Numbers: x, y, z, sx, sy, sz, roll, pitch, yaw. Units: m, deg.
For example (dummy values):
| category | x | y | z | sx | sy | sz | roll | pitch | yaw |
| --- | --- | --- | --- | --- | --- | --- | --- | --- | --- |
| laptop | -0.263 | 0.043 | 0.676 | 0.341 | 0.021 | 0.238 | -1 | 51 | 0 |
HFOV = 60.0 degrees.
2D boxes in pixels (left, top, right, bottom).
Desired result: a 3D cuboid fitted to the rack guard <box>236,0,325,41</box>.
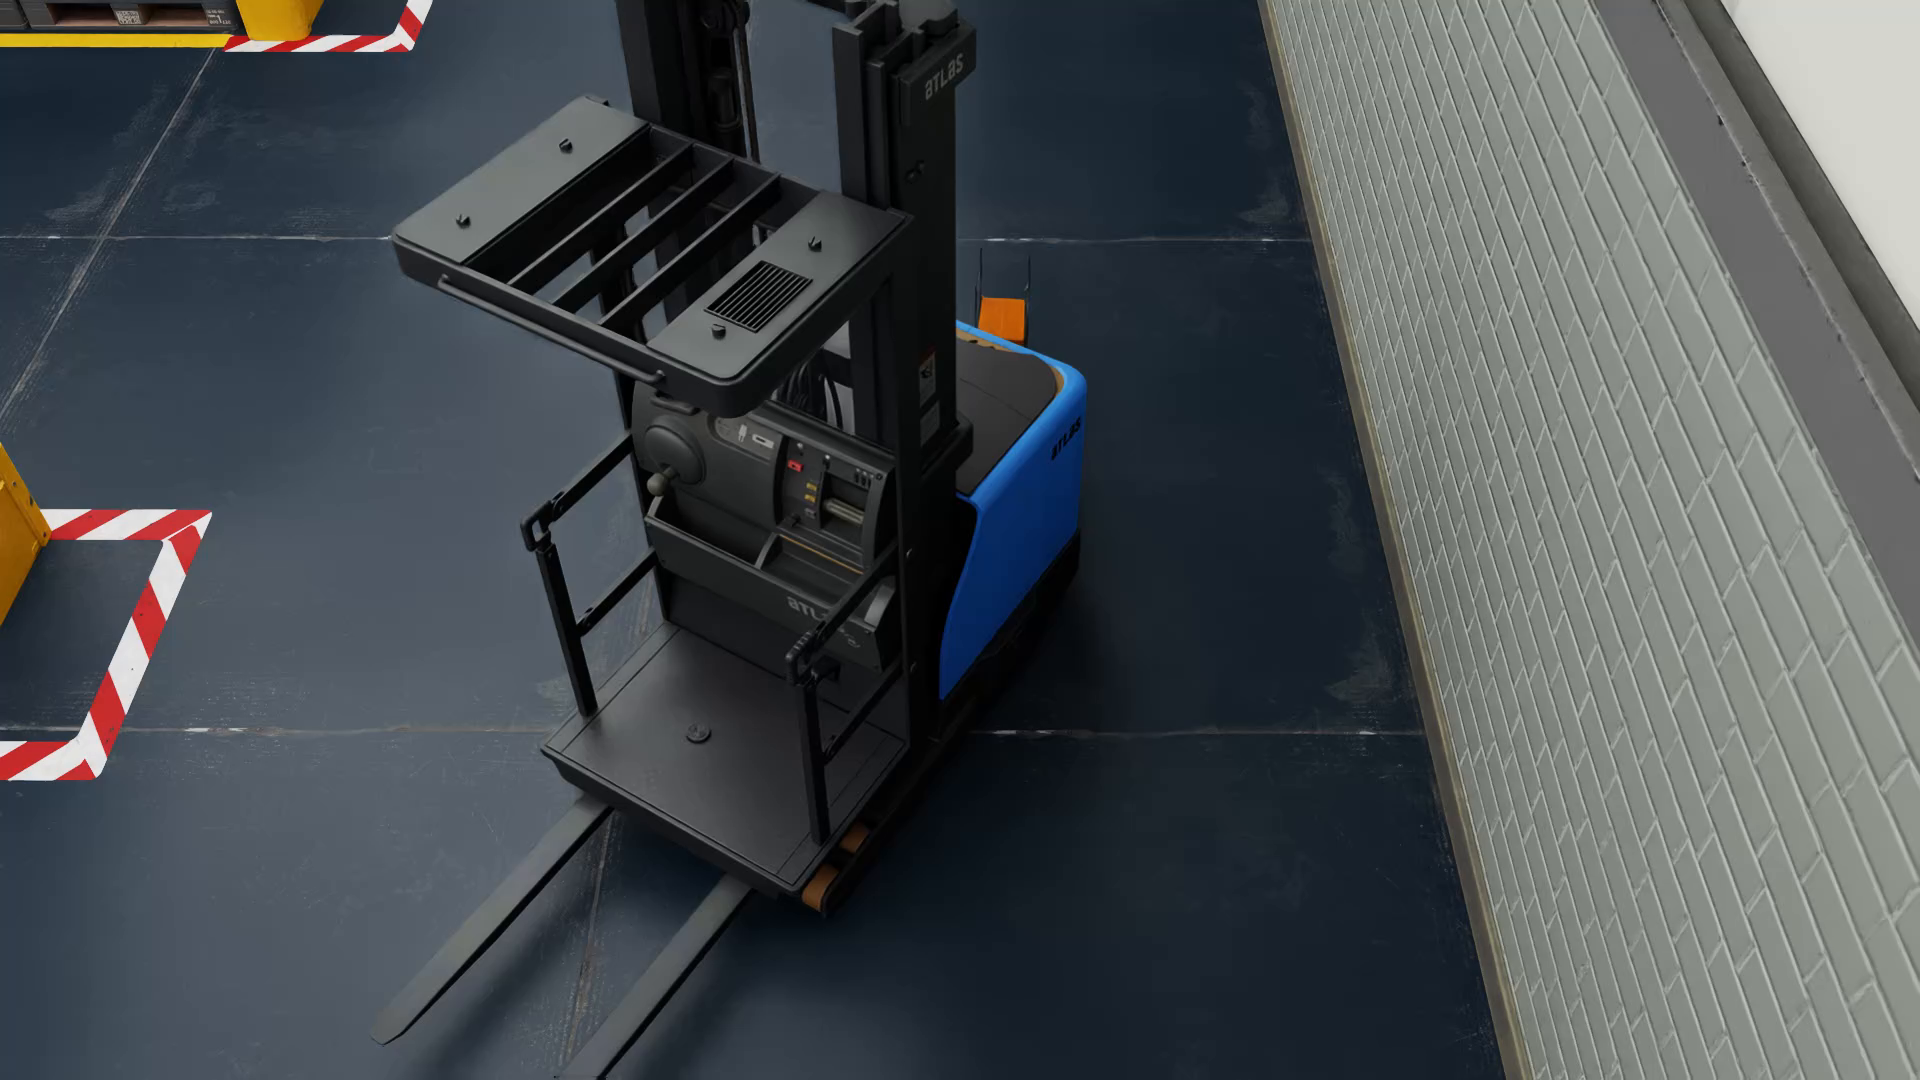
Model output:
| category | x | y | z | sx | sy | sz | roll | pitch | yaw |
| --- | --- | --- | --- | --- | --- | --- | --- | --- | --- |
| rack guard | -3.898 | -3.442 | 9.693 | 0.348 | 0.500 | 1.175 | 0 | 47 | 0 |

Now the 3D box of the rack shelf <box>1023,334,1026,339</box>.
| category | x | y | z | sx | sy | sz | roll | pitch | yaw |
| --- | --- | --- | --- | --- | --- | --- | --- | --- | --- |
| rack shelf | 0.160 | -0.727 | 6.421 | 0.180 | 0.103 | 0.258 | 4 | 47 | 4 |

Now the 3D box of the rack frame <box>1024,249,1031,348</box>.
| category | x | y | z | sx | sy | sz | roll | pitch | yaw |
| --- | --- | --- | --- | --- | --- | --- | --- | --- | --- |
| rack frame | 0.251 | -0.588 | 6.558 | 0.006 | 1.200 | 0.240 | 4 | 47 | 4 |

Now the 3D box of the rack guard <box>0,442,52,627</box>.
| category | x | y | z | sx | sy | sz | roll | pitch | yaw |
| --- | --- | --- | --- | --- | --- | --- | --- | --- | --- |
| rack guard | -3.917 | 0.193 | 6.309 | 0.348 | 0.500 | 1.175 | 0 | 47 | 0 |

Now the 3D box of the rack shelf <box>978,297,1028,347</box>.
| category | x | y | z | sx | sy | sz | roll | pitch | yaw |
| --- | --- | --- | --- | --- | --- | --- | --- | --- | --- |
| rack shelf | 0.160 | -0.809 | 6.333 | 0.180 | 0.103 | 0.258 | 4 | 47 | 4 |

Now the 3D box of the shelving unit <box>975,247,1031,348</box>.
| category | x | y | z | sx | sy | sz | roll | pitch | yaw |
| --- | --- | --- | --- | --- | --- | --- | --- | --- | --- |
| shelving unit | 0.160 | -0.594 | 6.564 | 0.189 | 1.200 | 0.258 | 4 | 47 | 4 |

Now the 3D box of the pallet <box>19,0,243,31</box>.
| category | x | y | z | sx | sy | sz | roll | pitch | yaw |
| --- | --- | --- | --- | --- | --- | --- | --- | --- | --- |
| pallet | -4.747 | -3.364 | 9.818 | 1.213 | 0.211 | 1.003 | 0 | 47 | 0 |

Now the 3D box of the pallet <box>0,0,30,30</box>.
| category | x | y | z | sx | sy | sz | roll | pitch | yaw |
| --- | --- | --- | --- | --- | --- | --- | --- | --- | --- |
| pallet | -5.964 | -3.370 | 9.823 | 1.213 | 0.211 | 1.003 | 0 | 47 | 0 |

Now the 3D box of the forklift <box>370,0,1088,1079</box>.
| category | x | y | z | sx | sy | sz | roll | pitch | yaw |
| --- | --- | --- | --- | --- | --- | --- | --- | --- | --- |
| forklift | -0.733 | -0.135 | 4.954 | 1.130 | 2.935 | 3.031 | 24 | 52 | 21 |

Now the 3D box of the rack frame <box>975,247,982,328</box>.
| category | x | y | z | sx | sy | sz | roll | pitch | yaw |
| --- | --- | --- | --- | --- | --- | --- | --- | --- | --- |
| rack frame | 0.069 | -0.600 | 6.570 | 0.006 | 1.200 | 0.240 | 4 | 47 | 4 |
